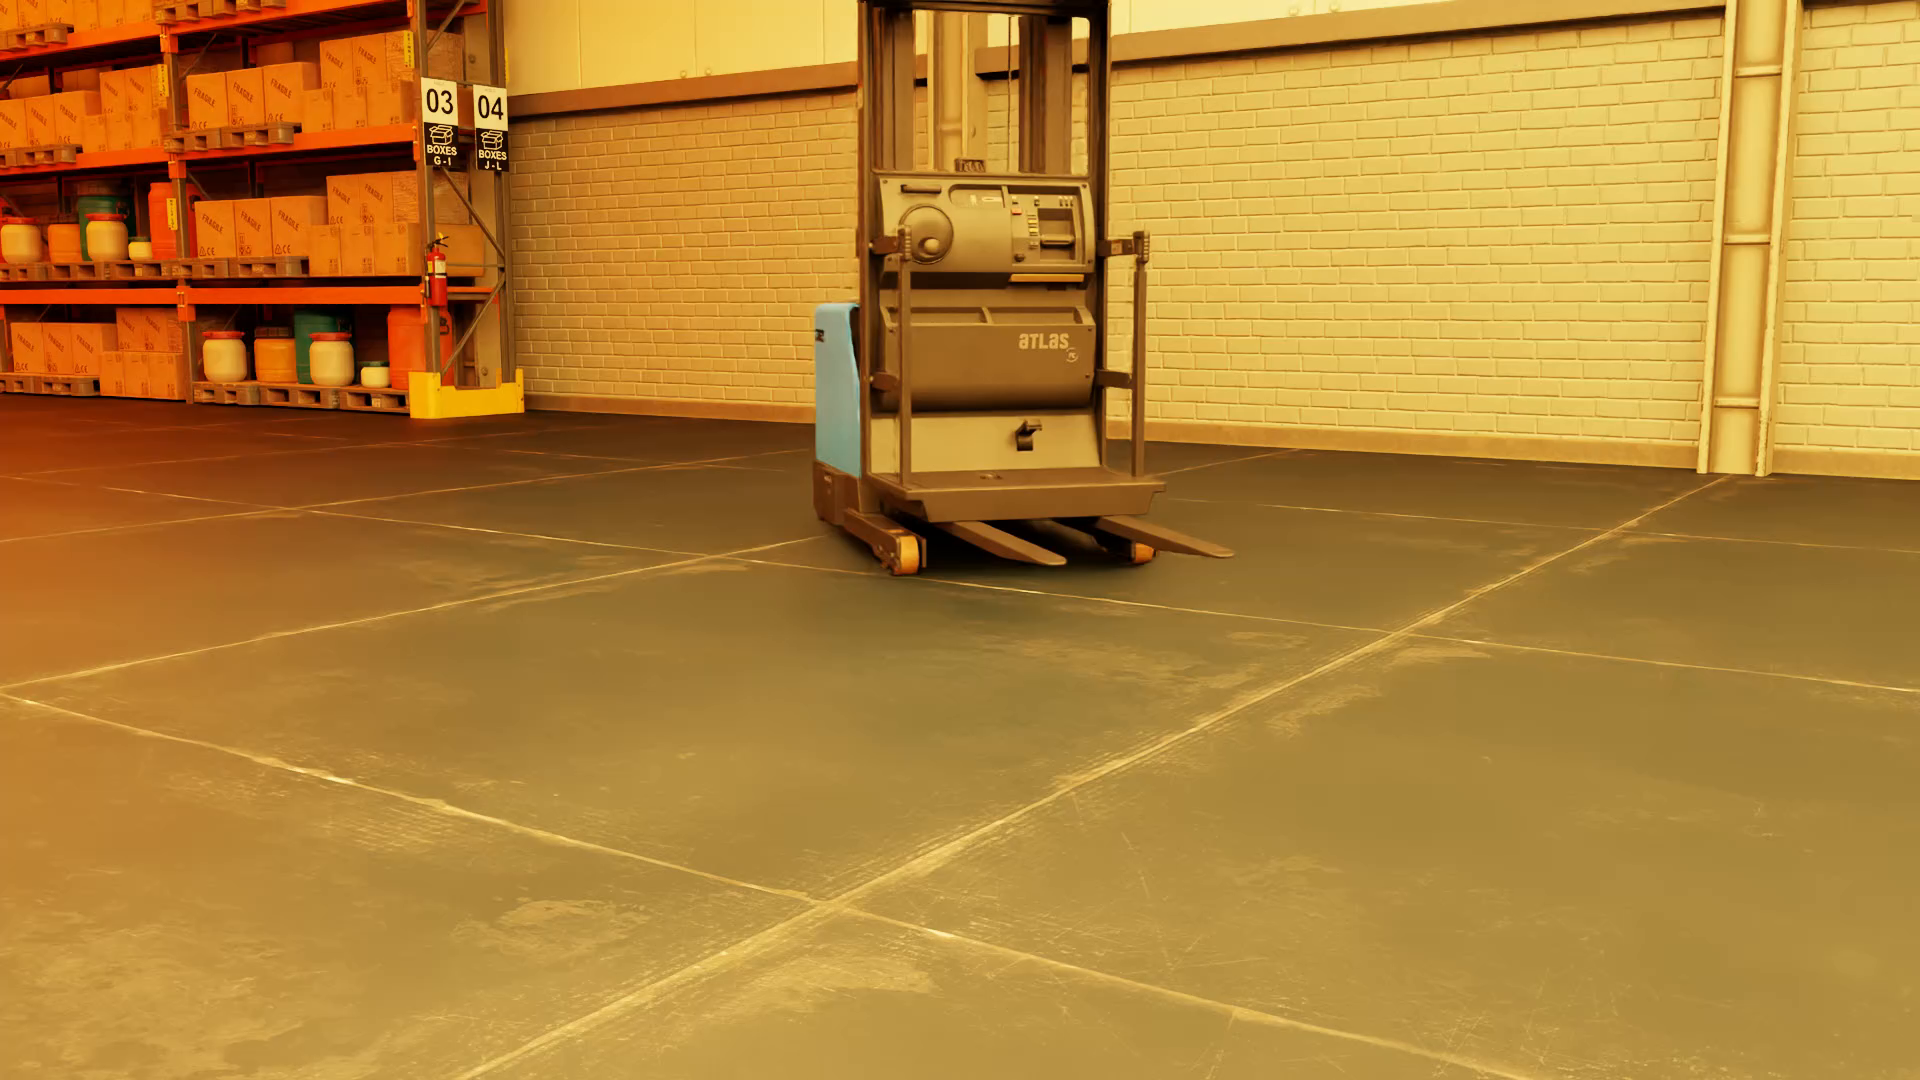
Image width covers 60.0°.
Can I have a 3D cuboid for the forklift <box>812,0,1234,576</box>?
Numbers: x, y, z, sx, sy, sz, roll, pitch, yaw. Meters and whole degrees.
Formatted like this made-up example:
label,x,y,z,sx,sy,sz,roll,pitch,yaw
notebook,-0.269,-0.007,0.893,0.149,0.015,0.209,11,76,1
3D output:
label,x,y,z,sx,sy,sz,roll,pitch,yaw
forklift,0.181,-1.369,6.818,1.130,2.935,3.031,-2,8,-16
